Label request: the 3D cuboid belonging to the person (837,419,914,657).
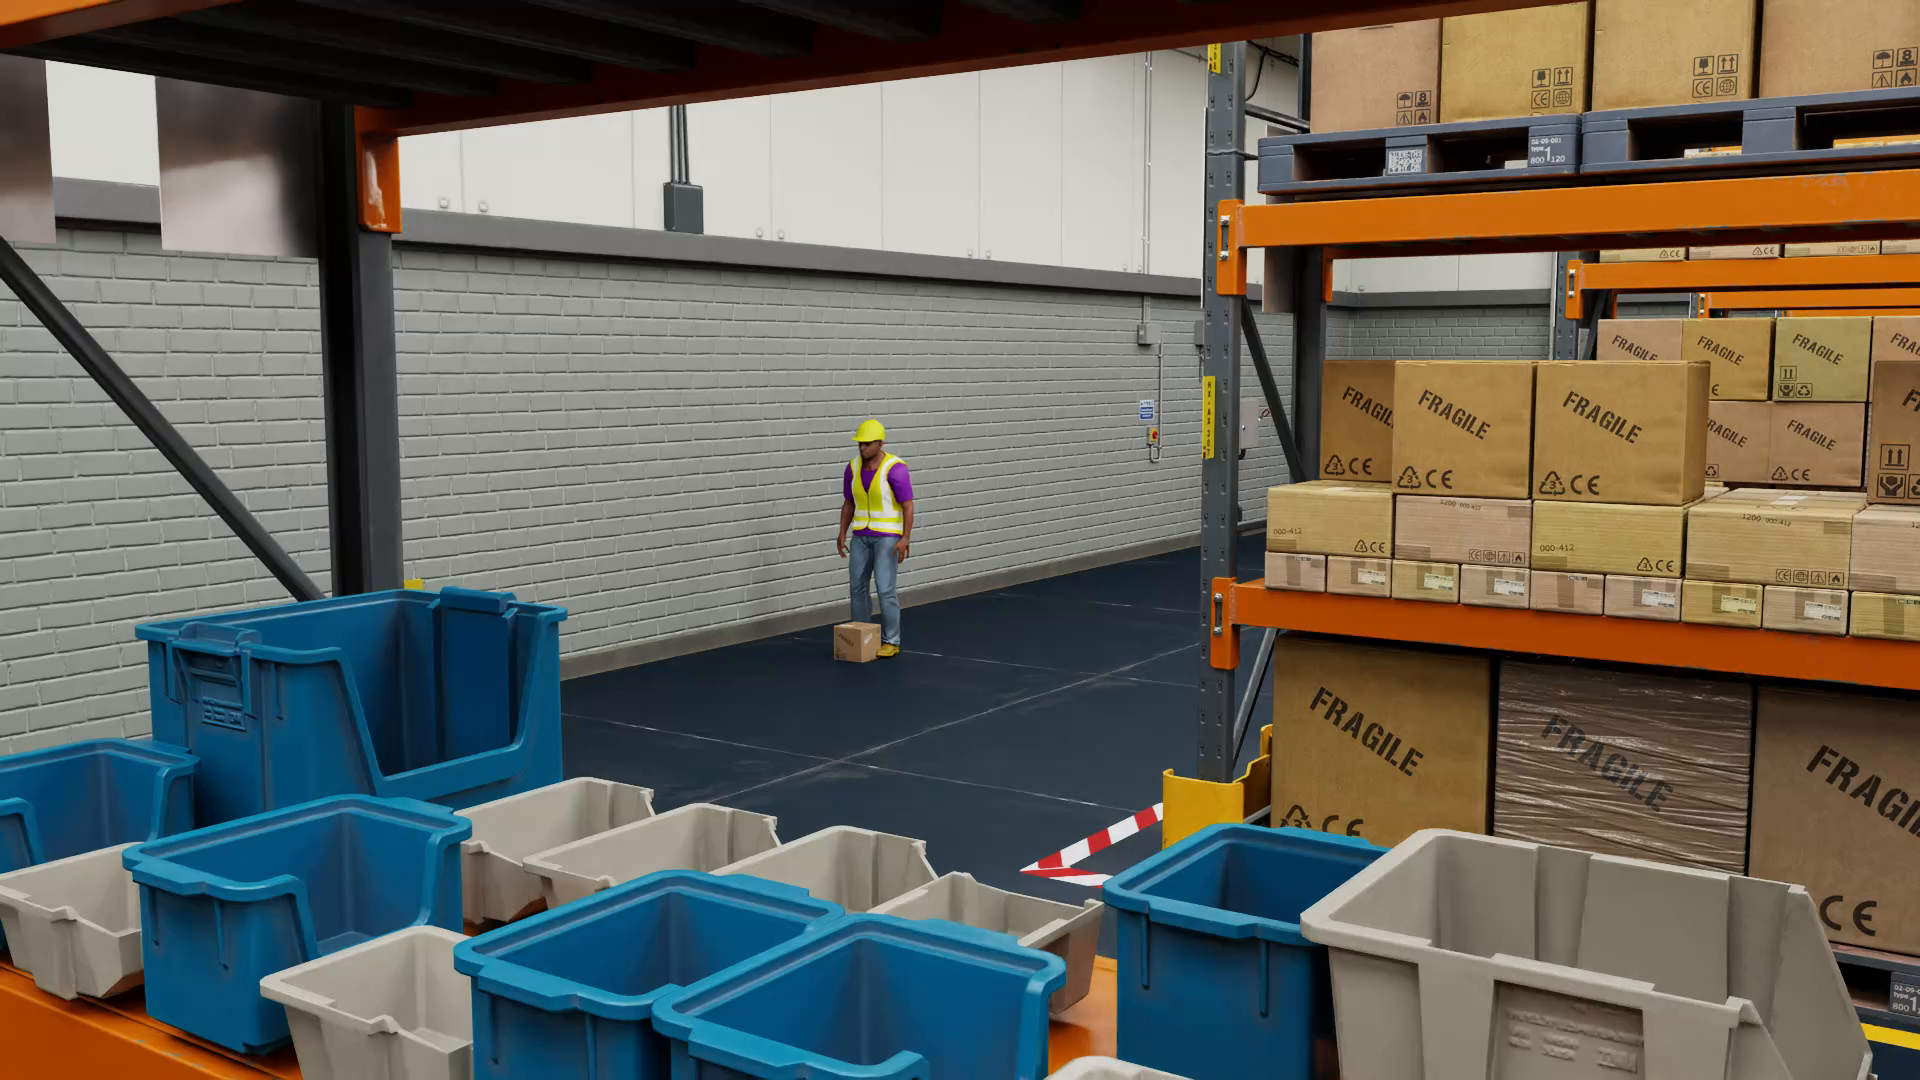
[{"bbox_3d":[-0.641,-0.018,12.364,0.635,1.760,0.463,4,7,32],"label":"person"}]
